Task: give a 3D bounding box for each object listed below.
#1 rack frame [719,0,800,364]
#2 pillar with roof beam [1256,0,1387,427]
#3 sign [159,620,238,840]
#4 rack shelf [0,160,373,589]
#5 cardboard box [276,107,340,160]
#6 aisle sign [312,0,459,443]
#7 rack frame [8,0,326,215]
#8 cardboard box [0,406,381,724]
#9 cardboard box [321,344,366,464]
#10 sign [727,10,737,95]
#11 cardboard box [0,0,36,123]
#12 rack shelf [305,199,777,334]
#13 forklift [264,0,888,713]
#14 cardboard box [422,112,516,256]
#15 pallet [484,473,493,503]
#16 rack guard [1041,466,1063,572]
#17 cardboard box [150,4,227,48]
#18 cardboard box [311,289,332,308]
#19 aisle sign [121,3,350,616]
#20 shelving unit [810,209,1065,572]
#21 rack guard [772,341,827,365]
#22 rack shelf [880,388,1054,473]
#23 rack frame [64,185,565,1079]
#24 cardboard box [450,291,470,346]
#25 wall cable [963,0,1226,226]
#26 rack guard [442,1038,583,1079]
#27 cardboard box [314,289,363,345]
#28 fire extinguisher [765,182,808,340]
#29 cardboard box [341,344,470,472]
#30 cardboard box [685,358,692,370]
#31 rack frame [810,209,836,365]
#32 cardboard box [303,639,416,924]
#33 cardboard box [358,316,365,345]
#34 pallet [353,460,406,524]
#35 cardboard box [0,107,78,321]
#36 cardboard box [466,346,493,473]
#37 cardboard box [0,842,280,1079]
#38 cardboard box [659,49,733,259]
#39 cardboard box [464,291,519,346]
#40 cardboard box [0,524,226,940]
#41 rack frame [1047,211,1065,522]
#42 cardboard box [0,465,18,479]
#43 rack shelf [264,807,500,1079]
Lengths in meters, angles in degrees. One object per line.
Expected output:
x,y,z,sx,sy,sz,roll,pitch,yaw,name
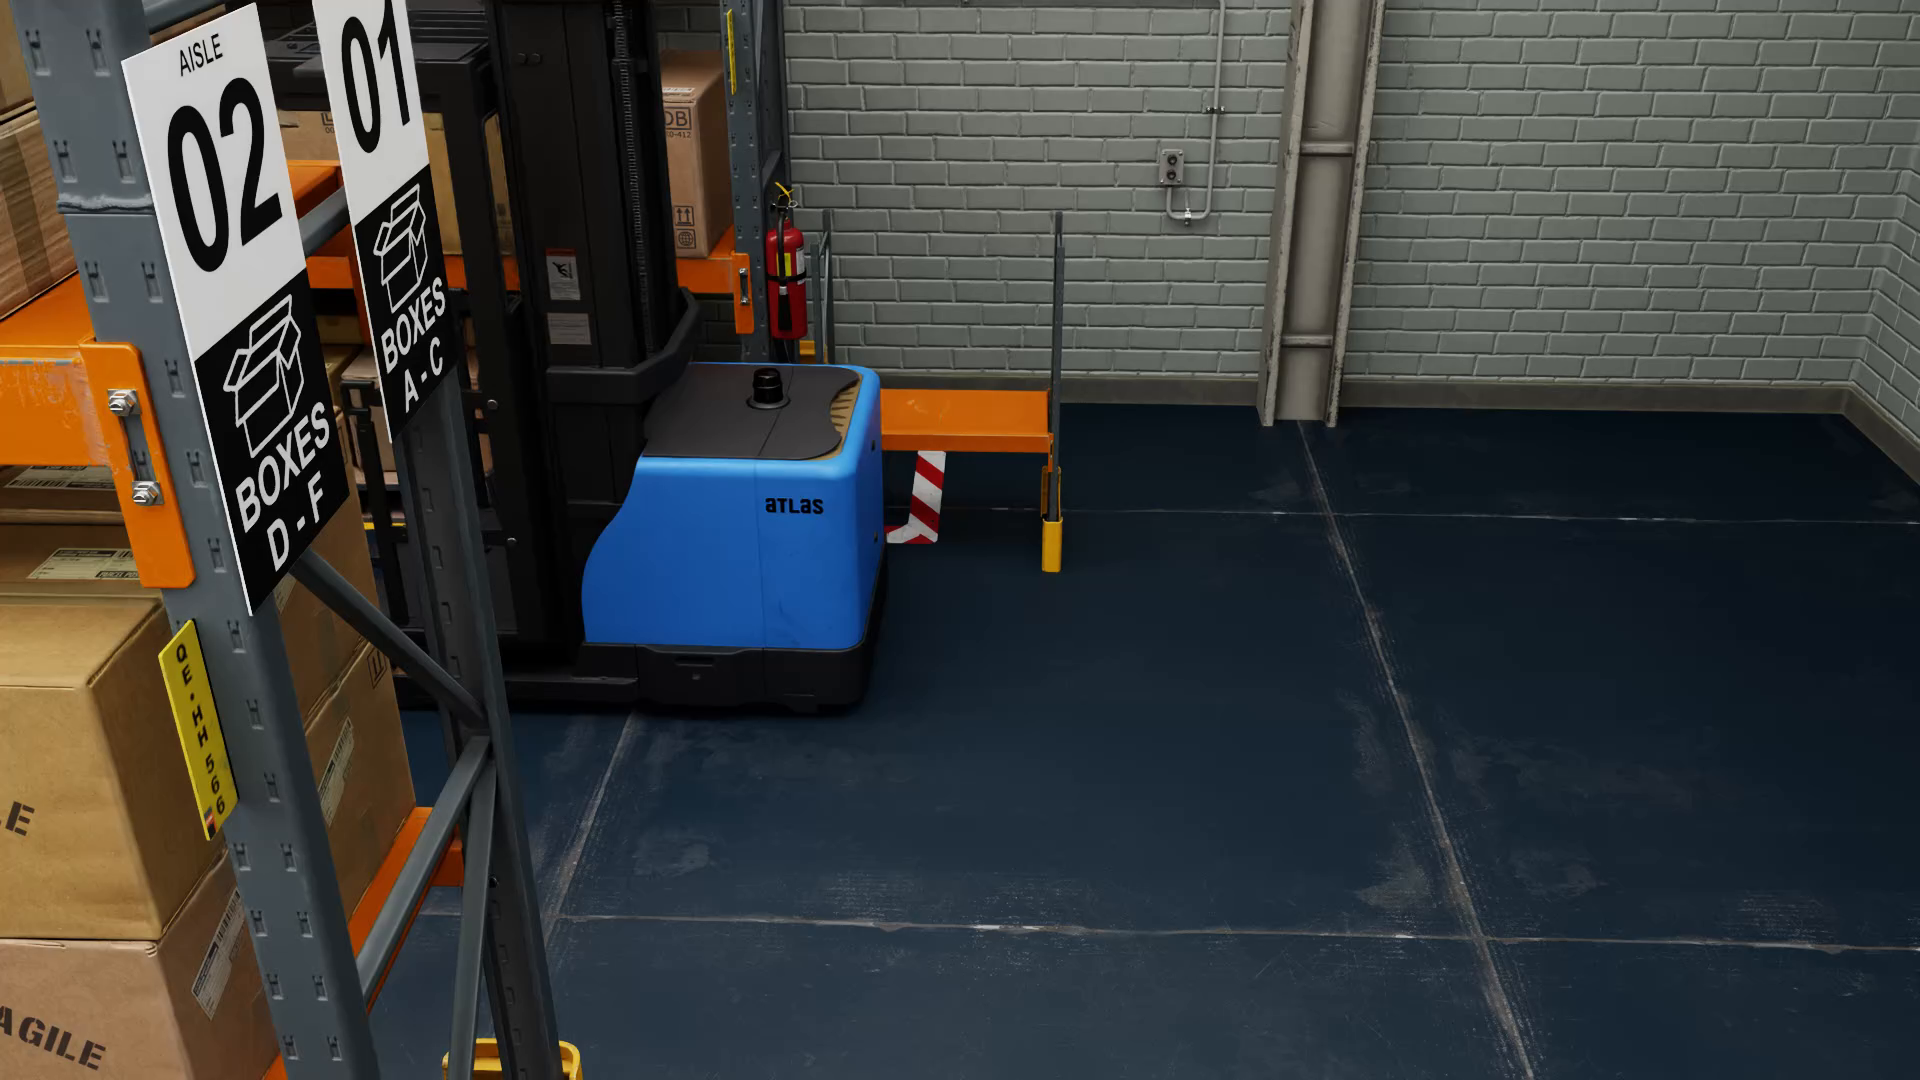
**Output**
-0.905,-1.645,7.651,0.127,3.000,1.000,1,28,2,rack frame
1.672,-2.641,3.124,0.400,9.000,9.100,1,28,2,pillar with roof beam
-1.116,0.282,2.442,0.005,0.325,0.100,1,28,2,sign
-3.075,-0.367,2.805,4.000,0.370,1.077,1,28,2,rack shelf
-2.904,-1.805,7.632,0.700,0.700,0.980,0,28,-1,cardboard box
-0.998,-0.611,2.925,0.004,0.787,0.394,1,28,2,aisle sign
-1.076,-1.977,1.871,0.127,3.000,1.000,1,28,2,rack frame
-1.510,0.057,3.266,0.500,0.500,0.500,2,28,3,cardboard box
-3.144,-0.713,8.112,0.500,0.500,0.700,2,28,3,cardboard box
-0.938,-2.008,6.845,0.005,0.325,0.100,1,28,2,sign
-1.599,-0.695,2.283,0.500,0.250,0.500,1,28,2,cardboard box
-2.904,-1.360,7.882,4.000,0.370,1.077,1,28,2,rack shelf
-1.850,-0.880,6.281,3.031,2.935,1.130,2,28,3,forklift
-2.143,-1.788,7.600,0.700,0.700,0.980,1,28,1,cardboard box
-1.707,-0.390,8.260,1.213,0.211,1.003,1,28,2,pallet
0.422,-0.103,7.678,0.087,0.250,0.587,1,28,2,rack guard
-1.580,-0.937,2.738,0.500,0.250,0.500,1,28,2,cardboard box
-3.254,-1.097,8.146,0.250,0.149,0.380,1,28,2,cardboard box
-1.019,-0.330,2.395,0.004,0.787,0.394,1,28,2,aisle sign
-0.076,-0.664,7.401,1.083,1.500,0.587,1,28,2,shelving unit
-0.881,-0.540,8.235,0.348,0.500,1.175,1,28,2,rack guard
-0.085,-0.505,7.486,1.000,0.185,0.538,1,28,2,rack shelf
-1.076,0.674,3.277,0.127,3.000,1.000,1,28,2,rack frame
-2.487,-1.085,8.123,0.250,0.149,0.380,1,28,3,cardboard box
0.408,-2.516,8.208,1.851,1.984,0.084,1,28,2,wall cable
-1.152,1.777,3.864,0.348,0.500,1.175,1,28,2,rack guard
-2.996,-1.094,8.138,0.250,0.149,0.380,0,28,1,cardboard box
-0.771,-1.228,7.344,0.183,0.674,0.296,1,28,2,fire extinguisher
-2.611,-0.707,8.102,0.500,0.500,0.700,0,28,0,cardboard box
-1.608,-0.691,8.071,0.500,0.500,0.700,1,28,2,cardboard box
-0.593,-0.673,7.417,0.032,1.500,0.500,1,28,2,rack frame
-1.510,0.499,3.500,0.500,0.500,0.500,2,28,3,cardboard box
-2.743,-1.089,8.130,0.250,0.149,0.380,1,28,2,cardboard box
-2.923,-0.411,8.300,1.213,0.211,1.003,1,28,2,pallet
-1.599,-0.470,2.392,0.500,0.250,0.500,1,28,2,cardboard box
-2.108,-0.699,8.087,0.500,0.500,0.700,1,28,2,cardboard box
-1.533,0.750,3.027,0.500,0.500,0.500,2,28,3,cardboard box
-1.415,-1.781,7.587,0.700,0.700,0.980,2,28,4,cardboard box
-2.233,-1.081,8.115,0.250,0.149,0.380,1,28,2,cardboard box
-1.531,0.309,2.790,0.500,0.500,0.500,1,28,1,cardboard box
0.423,-0.656,7.386,0.032,1.500,0.500,1,28,2,rack frame
-2.033,0.052,3.275,0.500,0.500,0.500,1,28,2,cardboard box
-3.075,0.958,3.507,4.000,0.370,1.077,1,28,2,rack shelf
